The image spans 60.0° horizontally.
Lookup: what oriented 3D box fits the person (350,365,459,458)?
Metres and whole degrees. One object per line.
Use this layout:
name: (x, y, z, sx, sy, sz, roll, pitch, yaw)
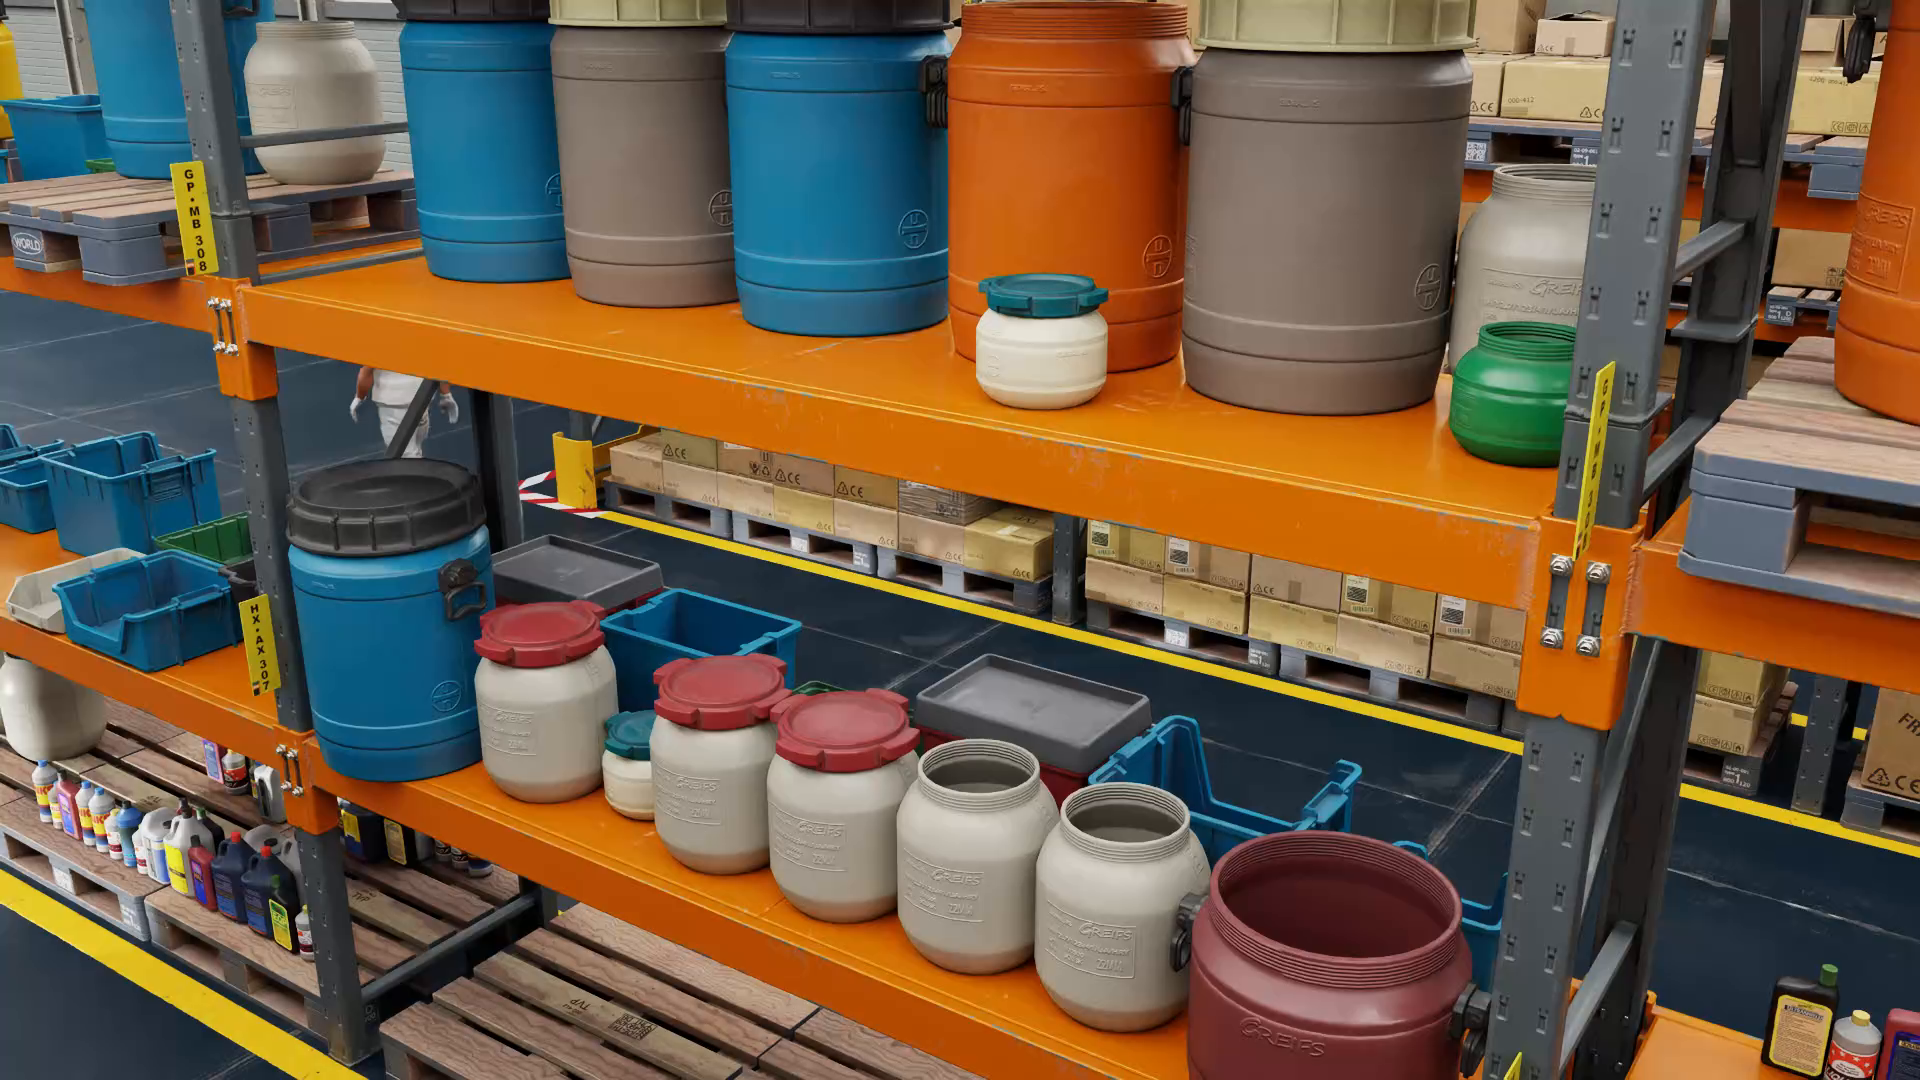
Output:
person: (-3.795, -0.958, 11.175, 0.917, 1.747, 0.592, 16, 25, 38)
